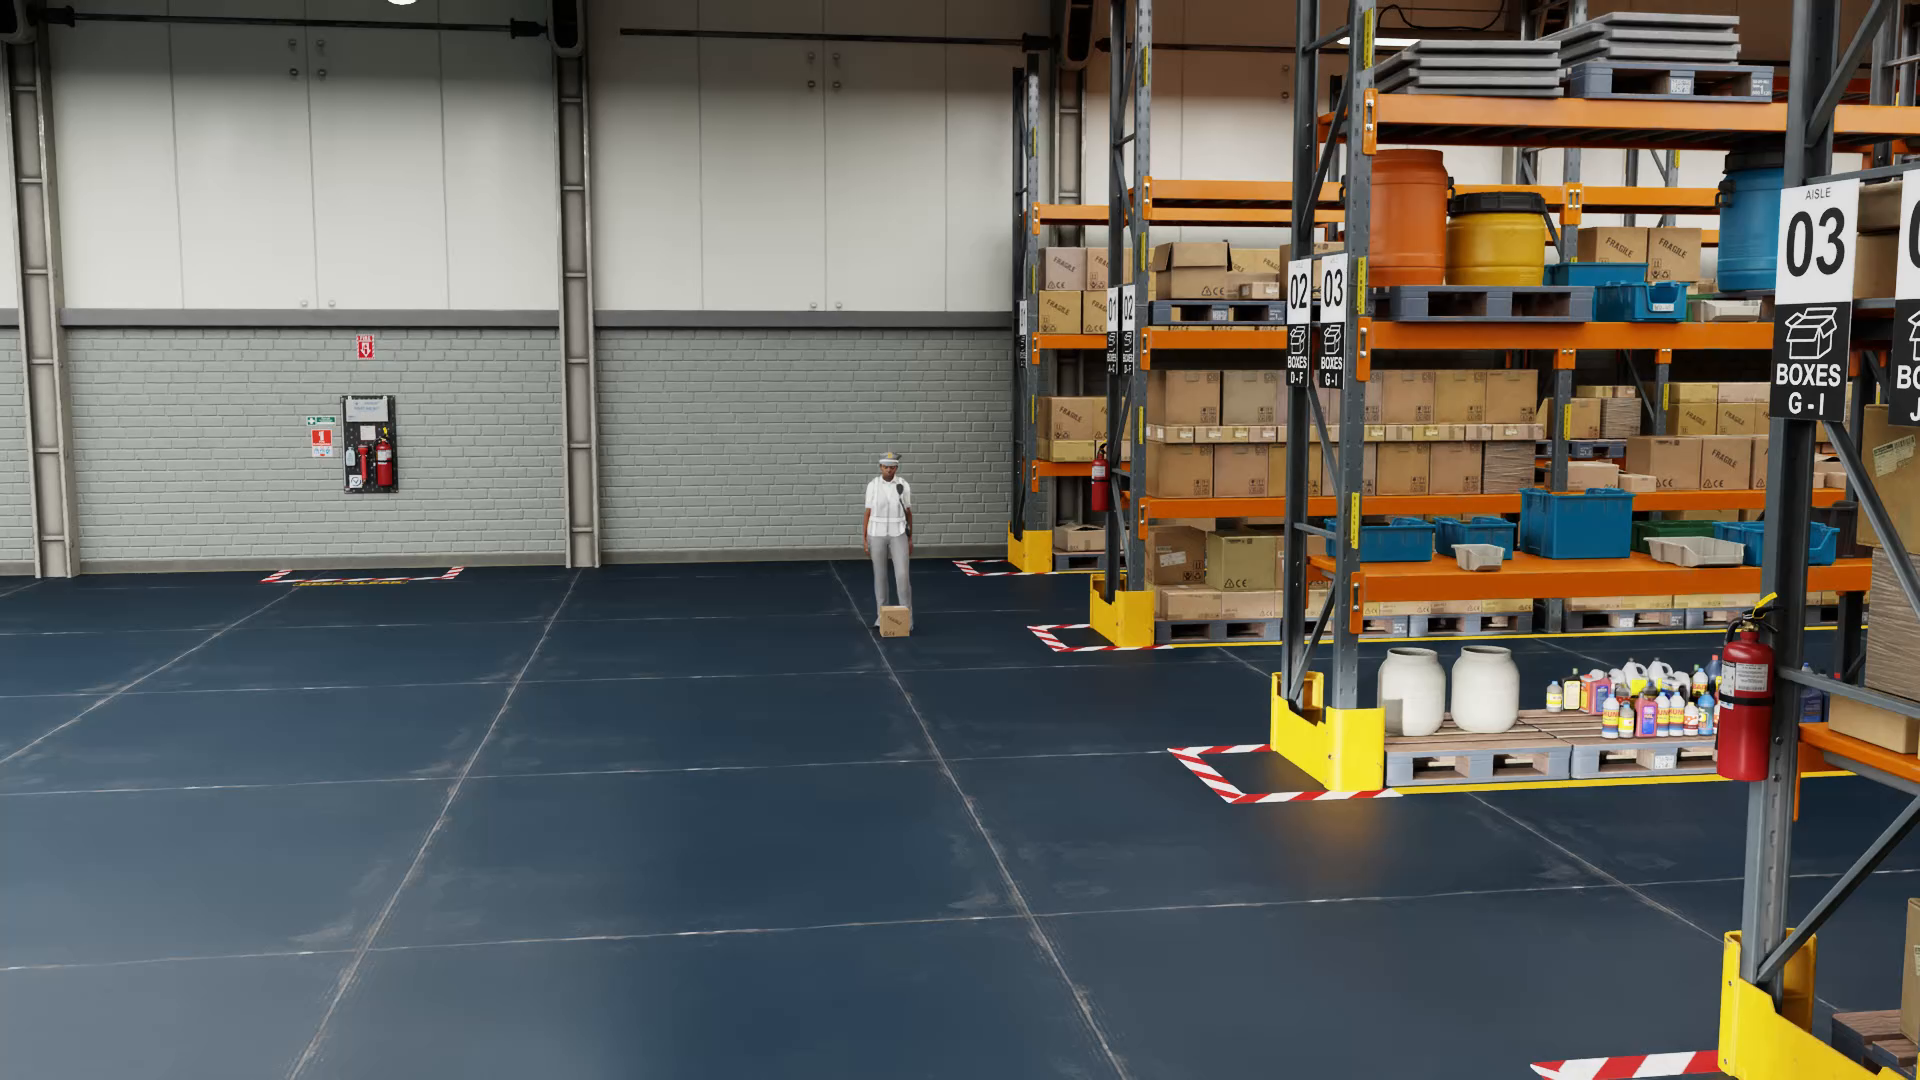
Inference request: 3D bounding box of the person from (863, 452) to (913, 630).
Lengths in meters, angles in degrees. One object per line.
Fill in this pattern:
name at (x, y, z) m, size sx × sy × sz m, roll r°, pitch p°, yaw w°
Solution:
person at (-0.682, -0.003, 15.771) m, size 0.479 × 1.673 × 0.523 m, roll 0°, pitch 7°, yaw -3°
